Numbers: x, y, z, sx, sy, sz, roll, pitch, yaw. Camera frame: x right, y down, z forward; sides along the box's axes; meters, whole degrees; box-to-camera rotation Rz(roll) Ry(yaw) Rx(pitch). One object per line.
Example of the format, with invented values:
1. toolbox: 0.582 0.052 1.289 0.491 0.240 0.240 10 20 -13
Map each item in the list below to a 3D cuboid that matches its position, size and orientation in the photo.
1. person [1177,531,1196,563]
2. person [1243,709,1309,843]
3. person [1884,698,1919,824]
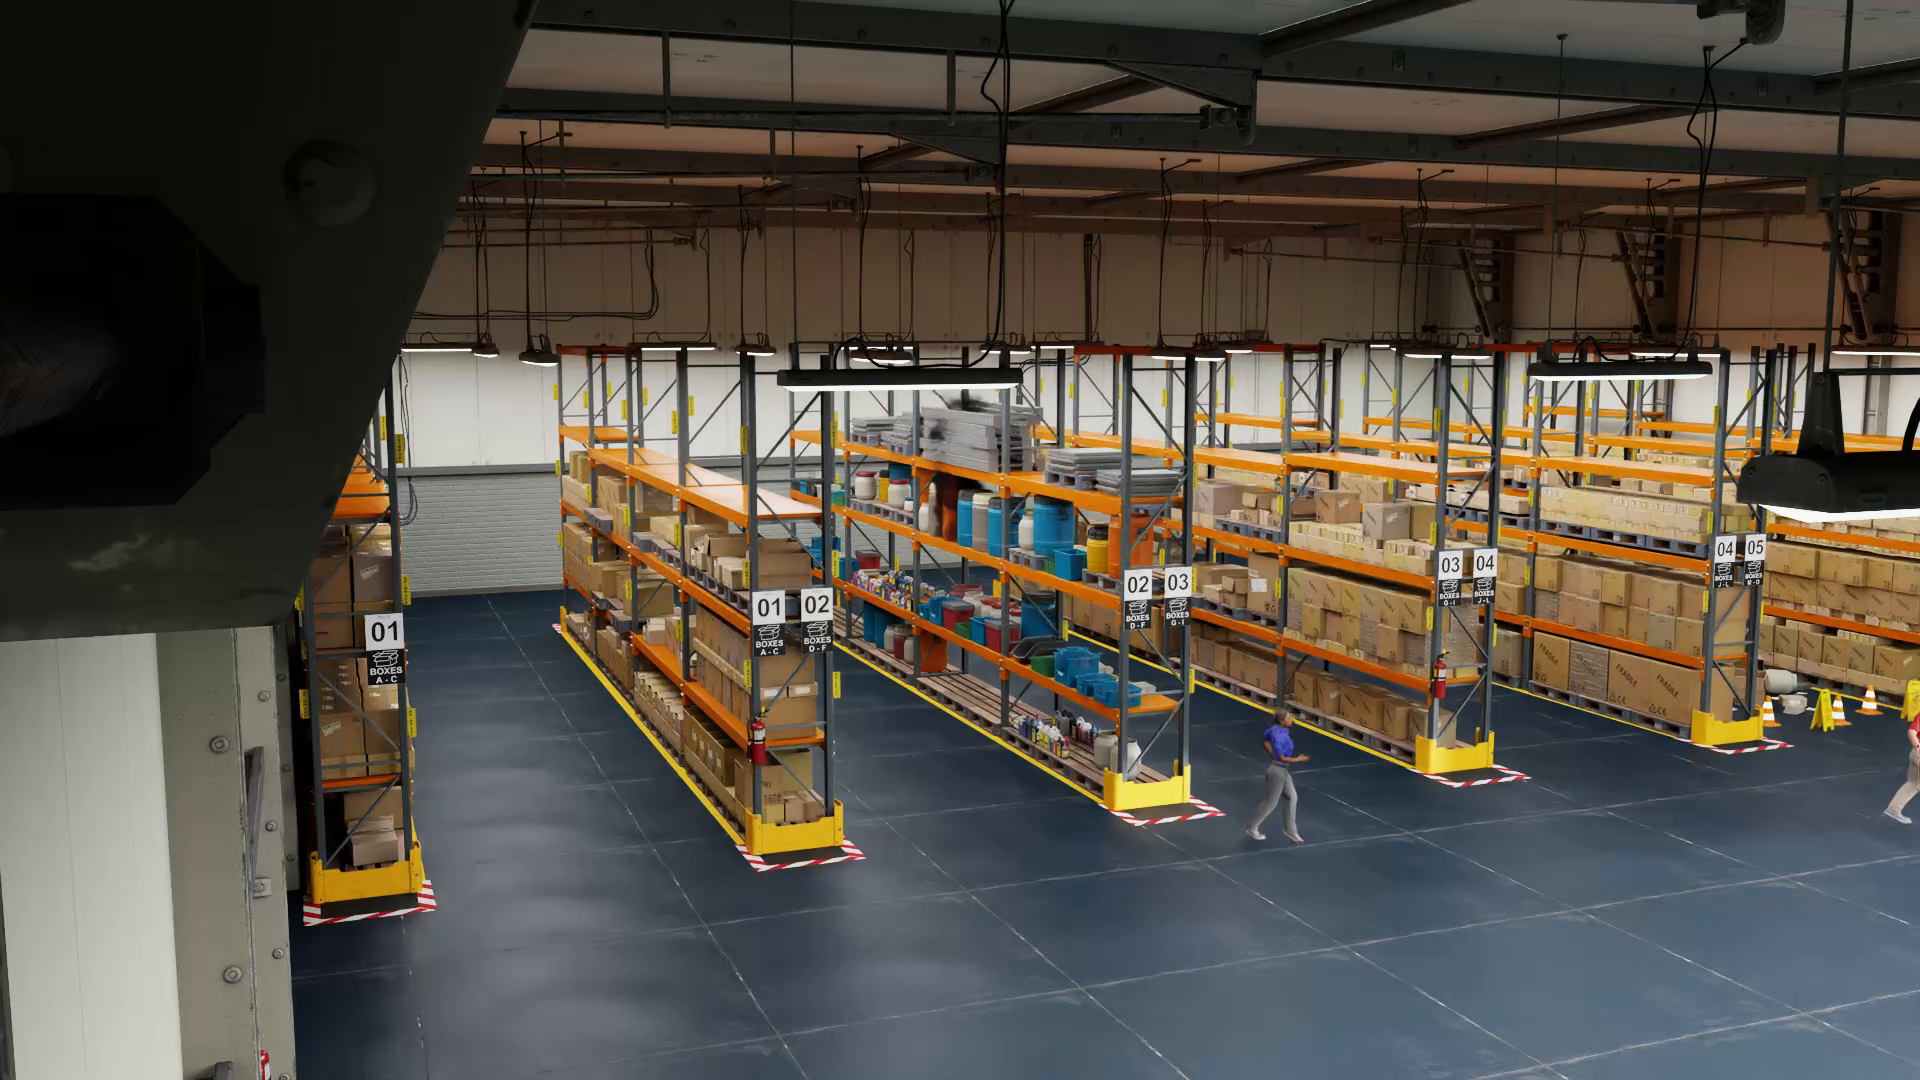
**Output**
1. person: 5.060 0.659 37.828 0.672 1.844 0.929 -1 7 -11
2. person: 3.906 2.924 20.499 0.763 1.728 0.589 2 7 12
3. person: 12.194 2.823 21.005 0.782 1.798 0.633 2 8 15
